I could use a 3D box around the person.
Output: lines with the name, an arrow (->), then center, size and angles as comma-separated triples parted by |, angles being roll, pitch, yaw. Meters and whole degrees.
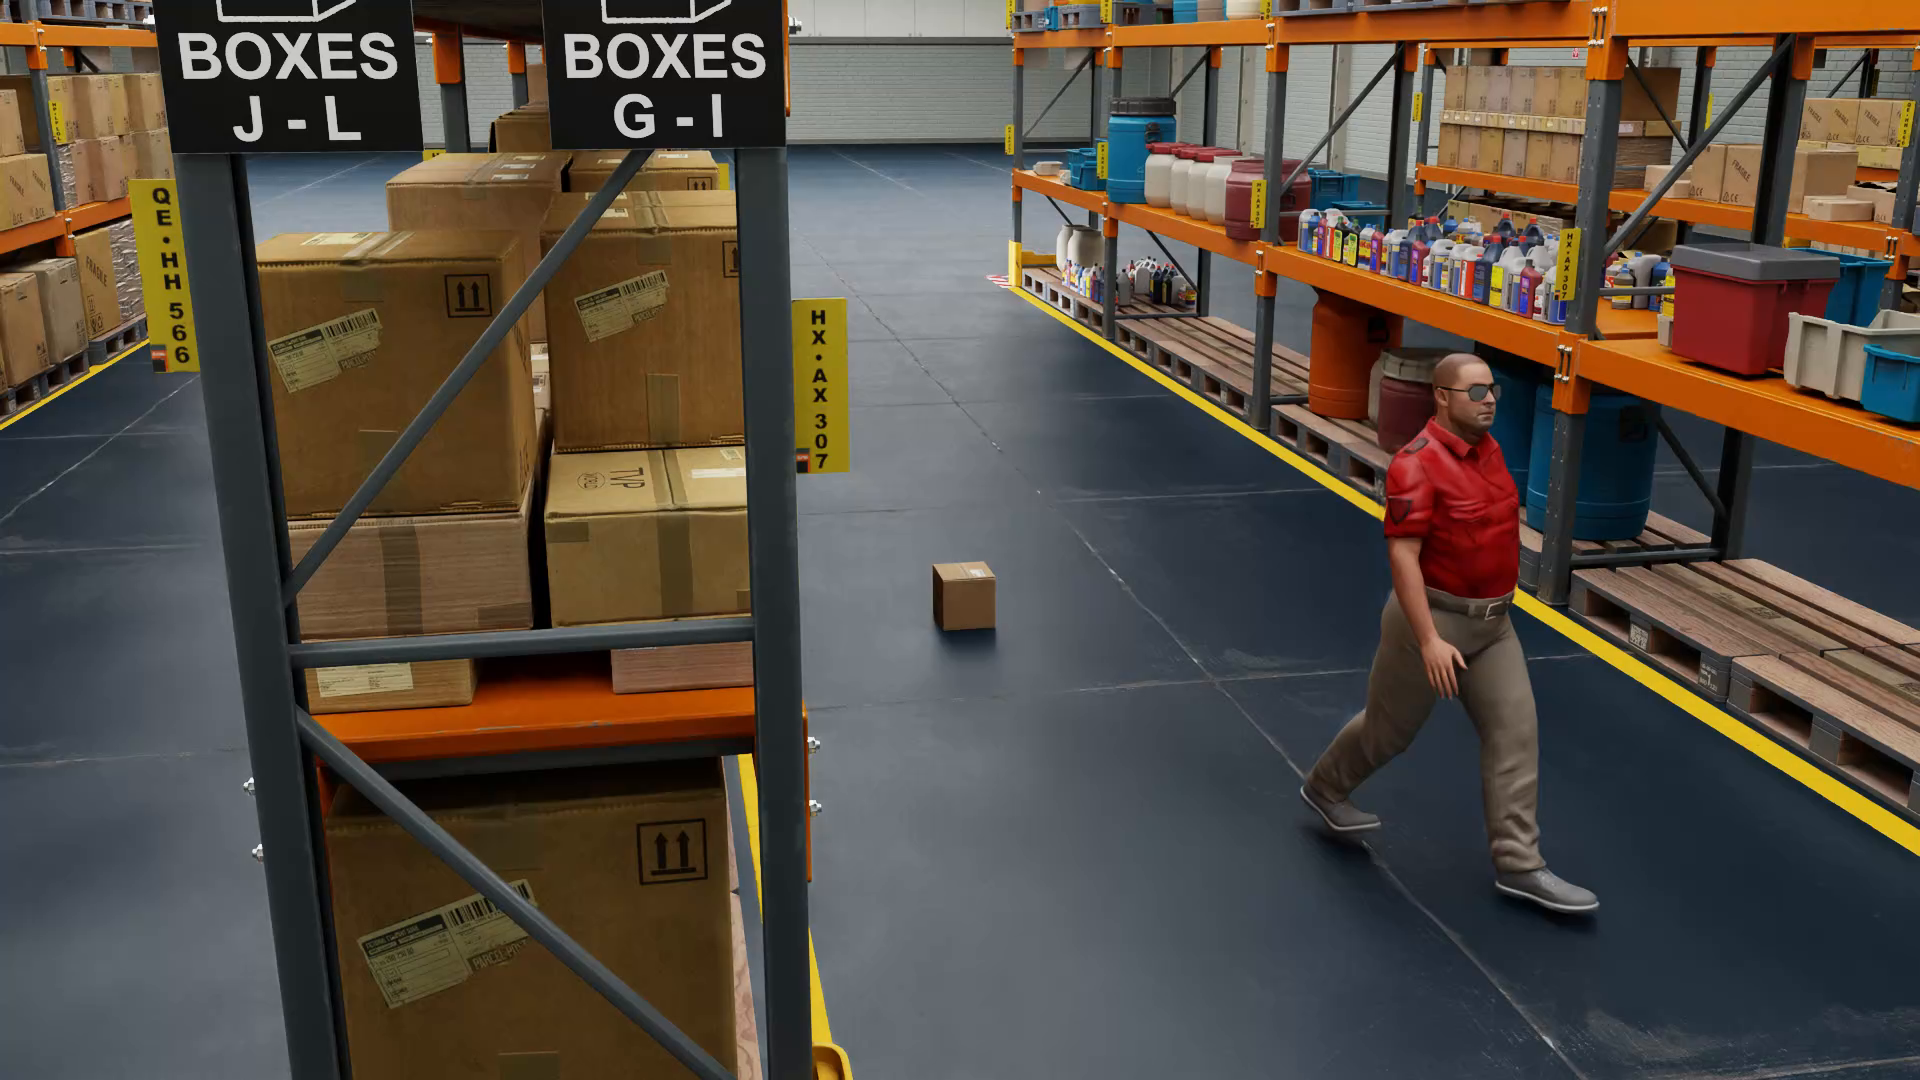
person -> 1.533, 0.263, 5.163 | 0.561, 1.673, 1.035 | -11, 19, -33
